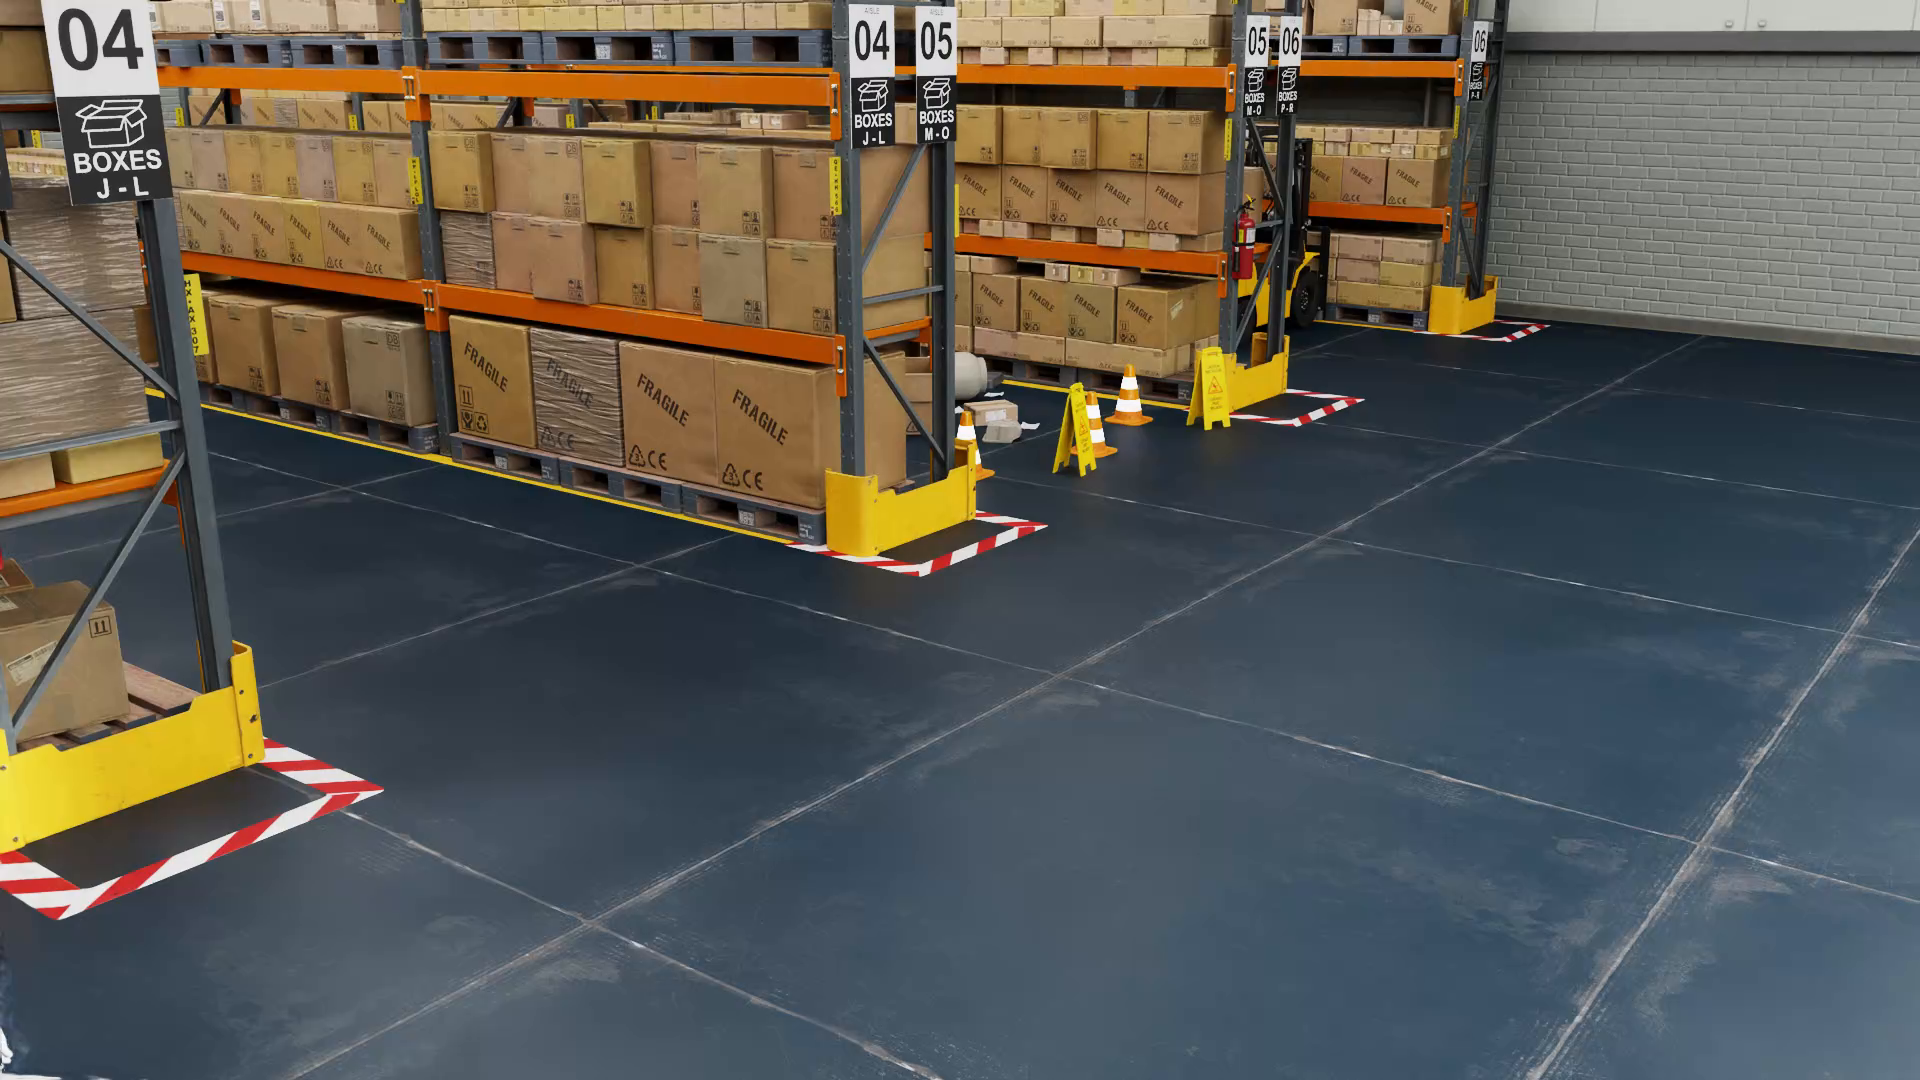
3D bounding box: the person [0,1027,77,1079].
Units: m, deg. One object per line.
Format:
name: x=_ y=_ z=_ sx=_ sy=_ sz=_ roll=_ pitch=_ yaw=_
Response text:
person: x=-2.465 y=1.052 z=3.949 sx=0.482 sy=1.660 sz=0.840 roll=14 pitch=22 yaw=40
